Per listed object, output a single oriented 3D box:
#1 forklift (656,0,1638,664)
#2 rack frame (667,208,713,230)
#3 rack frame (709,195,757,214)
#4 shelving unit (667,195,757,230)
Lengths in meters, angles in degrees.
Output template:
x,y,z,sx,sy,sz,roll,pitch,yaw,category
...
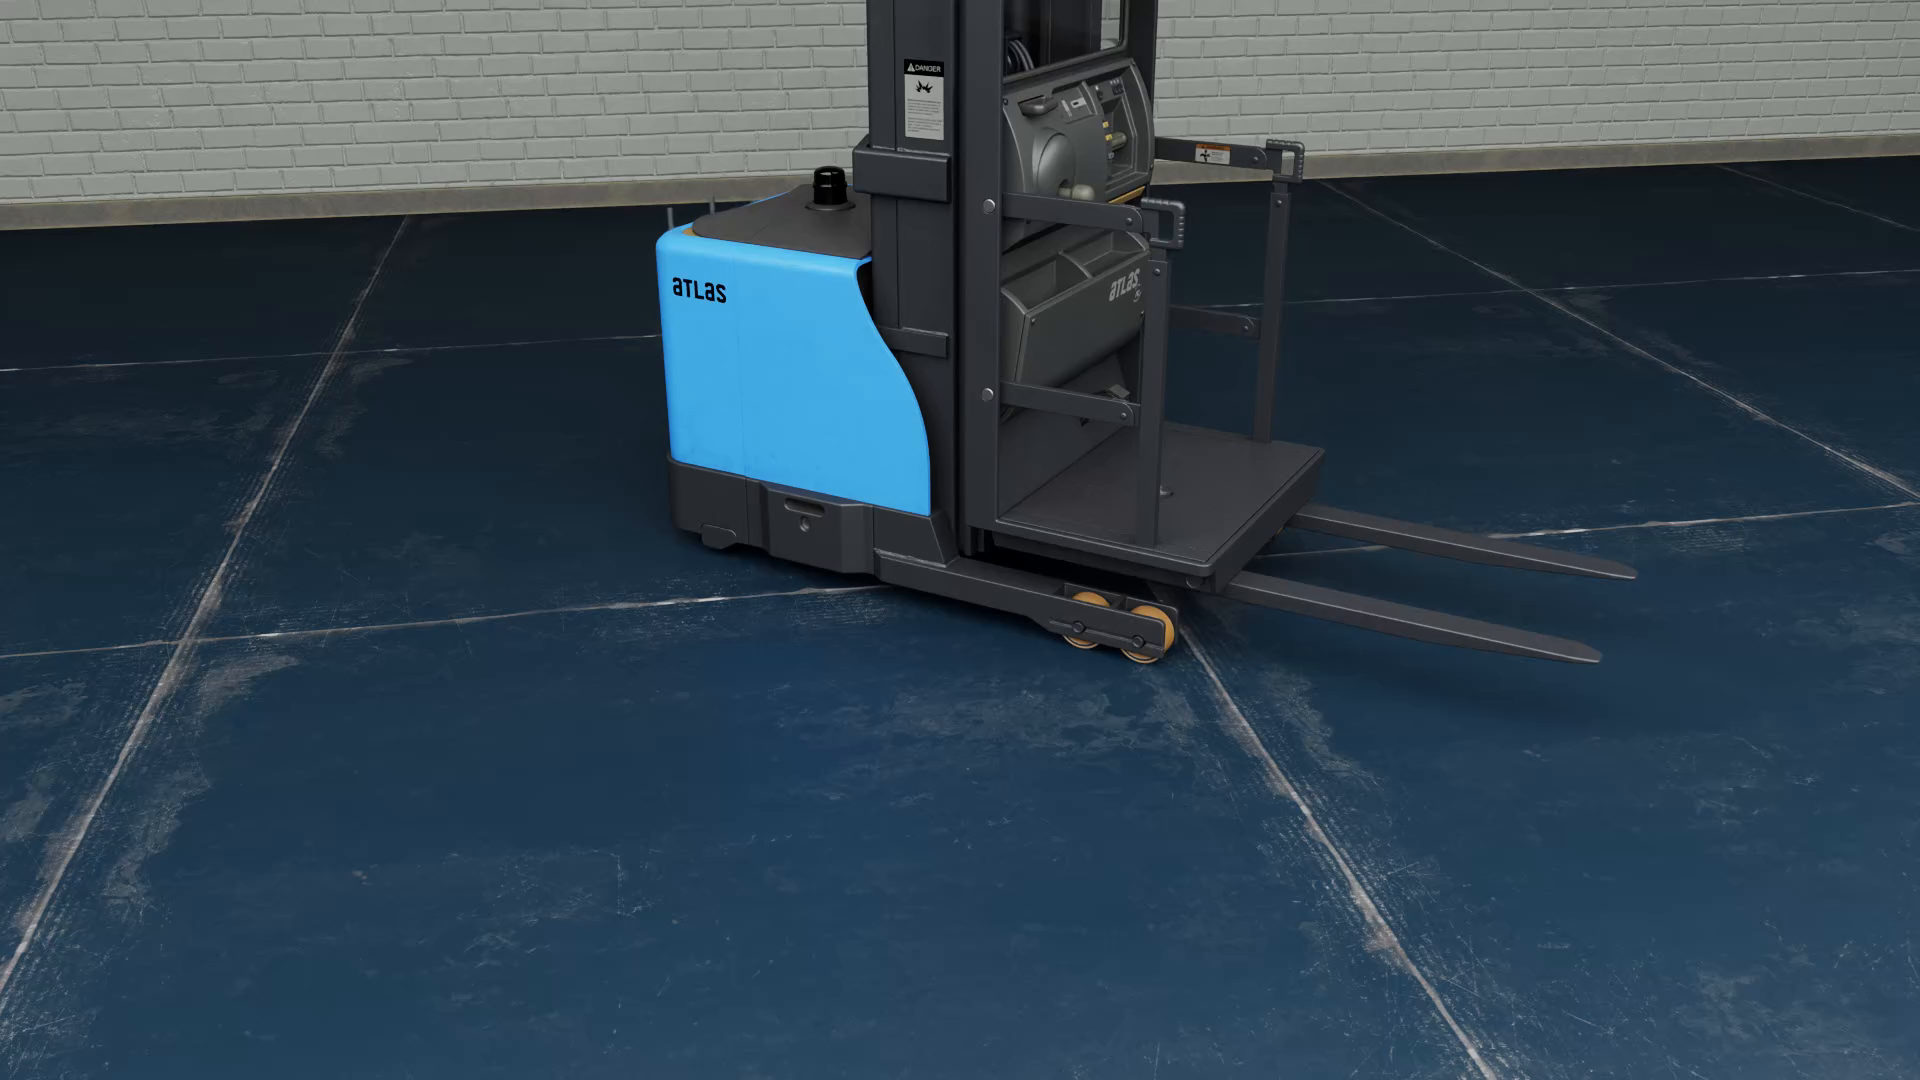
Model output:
x,y,z,sx,sy,sz,roll,pitch,yaw,category
0.546,-1.222,4.886,3.031,2.935,1.130,13,27,26,forklift
-0.924,-0.651,5.928,0.200,1.050,0.008,12,26,26,rack frame
-0.808,-0.737,6.125,0.200,1.050,0.008,12,26,26,rack frame
-0.866,-0.694,6.027,0.215,1.050,0.252,12,26,26,shelving unit
